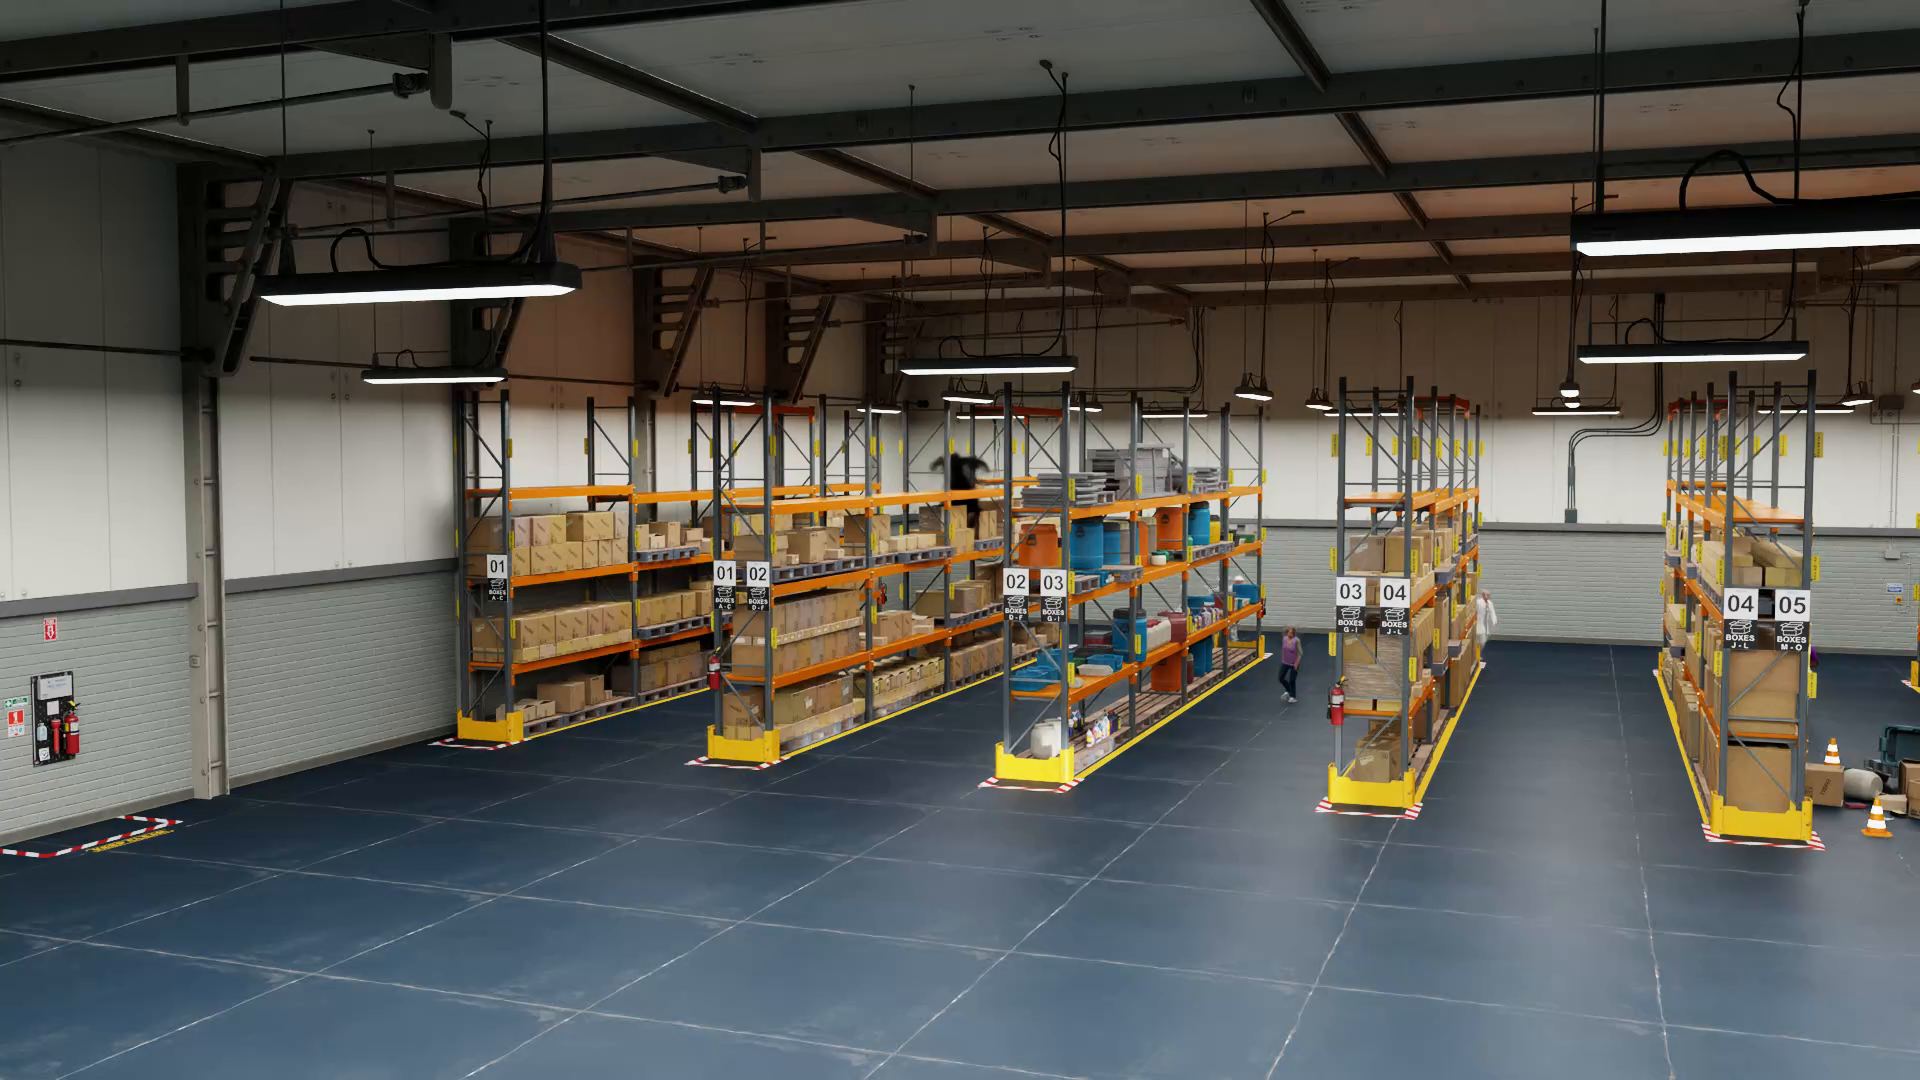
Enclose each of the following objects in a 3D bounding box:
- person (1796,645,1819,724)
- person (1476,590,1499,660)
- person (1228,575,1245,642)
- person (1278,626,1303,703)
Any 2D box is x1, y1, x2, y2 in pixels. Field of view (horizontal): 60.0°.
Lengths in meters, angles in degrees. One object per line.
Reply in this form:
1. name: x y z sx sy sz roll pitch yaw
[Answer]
1. person: 15.247 2.495 30.239 0.700 1.712 0.688 1 3 15
2. person: 12.268 2.010 39.129 0.696 1.709 0.751 -3 4 -39
3. person: 7.032 1.769 42.482 0.728 1.734 0.962 -2 4 -37
4. person: 6.474 2.436 32.583 0.563 1.546 0.593 2 4 36
